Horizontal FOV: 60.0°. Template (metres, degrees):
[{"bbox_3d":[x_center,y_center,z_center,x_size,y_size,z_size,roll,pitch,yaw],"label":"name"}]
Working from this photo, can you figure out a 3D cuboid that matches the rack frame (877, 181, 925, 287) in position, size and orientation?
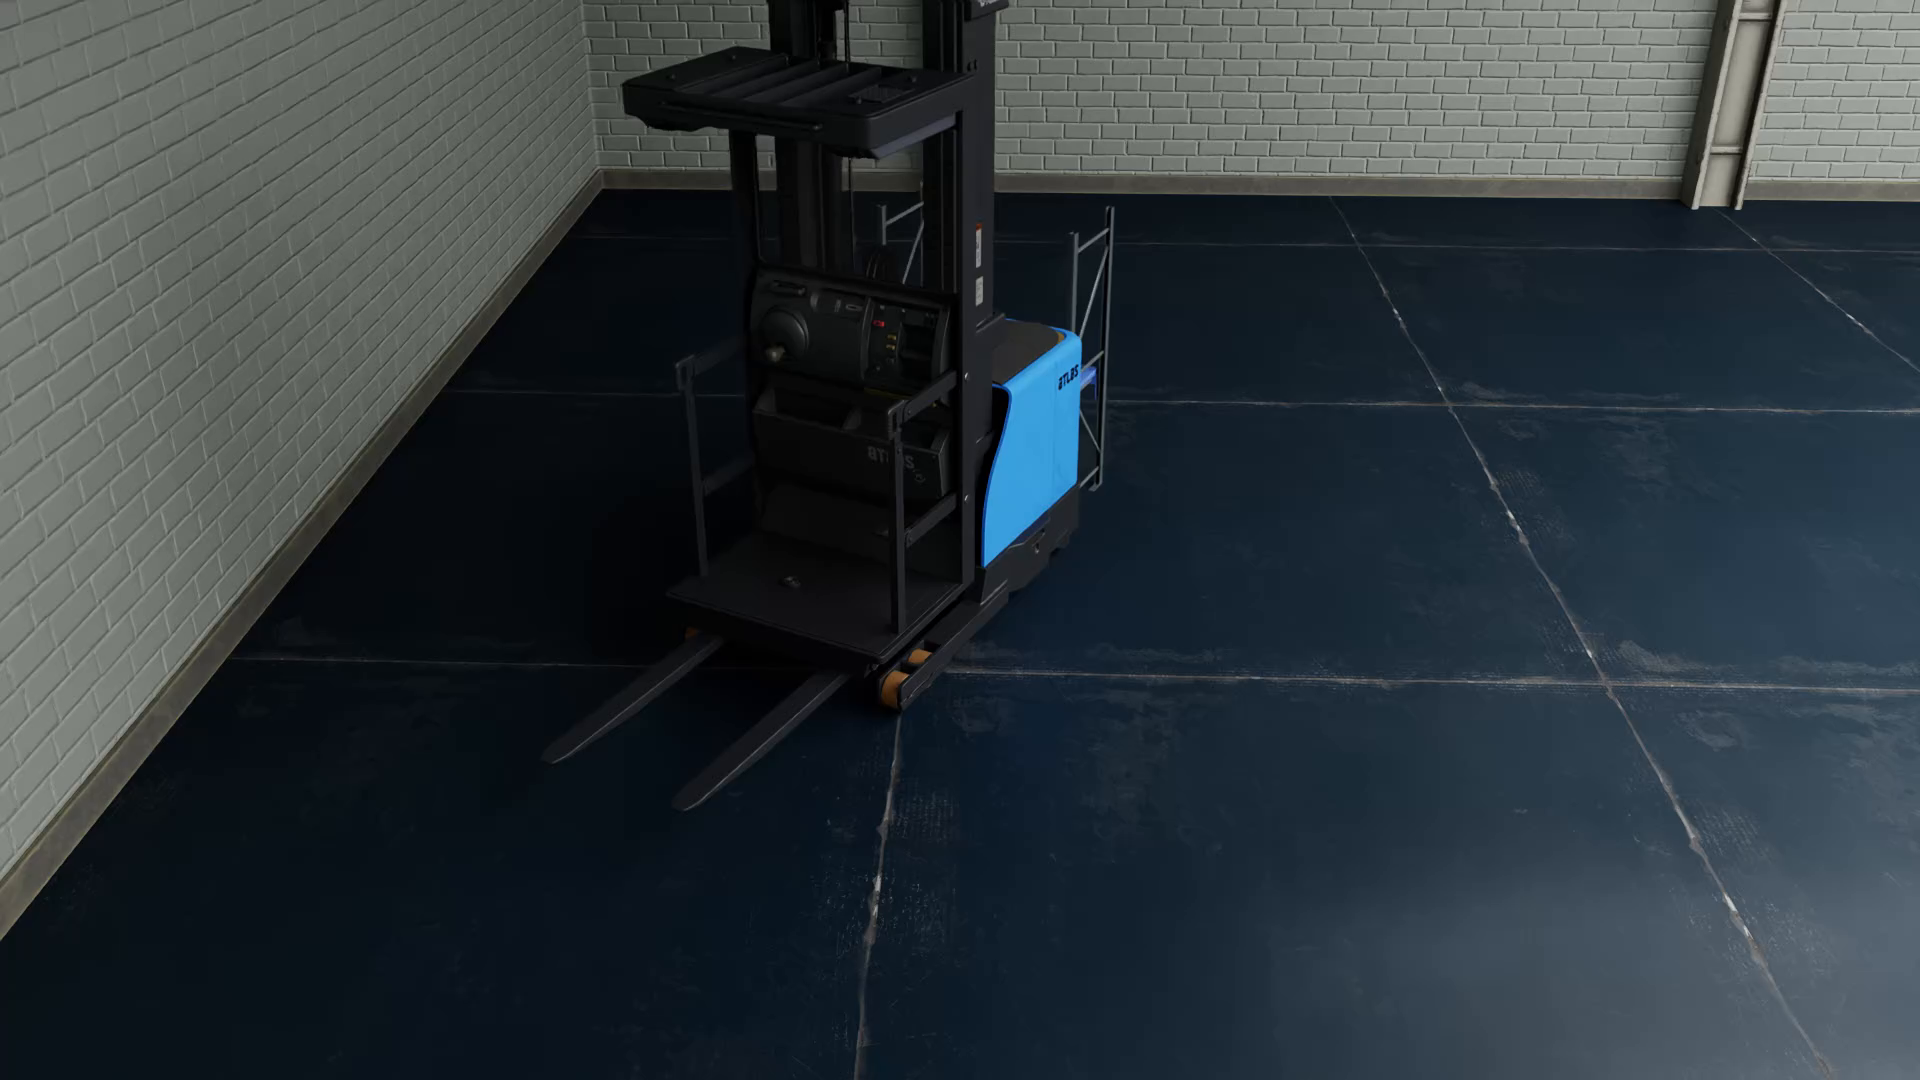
[{"bbox_3d":[-0.282,-1.074,8.674,0.032,1.500,0.500,13,31,23],"label":"rack frame"}]

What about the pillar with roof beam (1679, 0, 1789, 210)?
[{"bbox_3d":[5.859,-4.658,7.429,0.400,9.000,9.100,1,28,2],"label":"pillar with roof beam"}]

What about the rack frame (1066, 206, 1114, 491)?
[{"bbox_3d":[0.630,-0.863,8.277,0.032,1.500,0.500,13,31,23],"label":"rack frame"}]

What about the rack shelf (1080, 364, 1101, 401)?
[{"bbox_3d":[0.174,-0.809,8.559,1.000,0.185,0.538,13,31,23],"label":"rack shelf"}]

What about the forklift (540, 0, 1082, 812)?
[{"bbox_3d":[-0.559,-0.826,6.678,1.130,2.935,3.031,14,31,25],"label":"forklift"}]

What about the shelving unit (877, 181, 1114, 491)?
[{"bbox_3d":[0.174,-0.968,8.475,1.048,1.500,0.538,13,31,23],"label":"shelving unit"}]
